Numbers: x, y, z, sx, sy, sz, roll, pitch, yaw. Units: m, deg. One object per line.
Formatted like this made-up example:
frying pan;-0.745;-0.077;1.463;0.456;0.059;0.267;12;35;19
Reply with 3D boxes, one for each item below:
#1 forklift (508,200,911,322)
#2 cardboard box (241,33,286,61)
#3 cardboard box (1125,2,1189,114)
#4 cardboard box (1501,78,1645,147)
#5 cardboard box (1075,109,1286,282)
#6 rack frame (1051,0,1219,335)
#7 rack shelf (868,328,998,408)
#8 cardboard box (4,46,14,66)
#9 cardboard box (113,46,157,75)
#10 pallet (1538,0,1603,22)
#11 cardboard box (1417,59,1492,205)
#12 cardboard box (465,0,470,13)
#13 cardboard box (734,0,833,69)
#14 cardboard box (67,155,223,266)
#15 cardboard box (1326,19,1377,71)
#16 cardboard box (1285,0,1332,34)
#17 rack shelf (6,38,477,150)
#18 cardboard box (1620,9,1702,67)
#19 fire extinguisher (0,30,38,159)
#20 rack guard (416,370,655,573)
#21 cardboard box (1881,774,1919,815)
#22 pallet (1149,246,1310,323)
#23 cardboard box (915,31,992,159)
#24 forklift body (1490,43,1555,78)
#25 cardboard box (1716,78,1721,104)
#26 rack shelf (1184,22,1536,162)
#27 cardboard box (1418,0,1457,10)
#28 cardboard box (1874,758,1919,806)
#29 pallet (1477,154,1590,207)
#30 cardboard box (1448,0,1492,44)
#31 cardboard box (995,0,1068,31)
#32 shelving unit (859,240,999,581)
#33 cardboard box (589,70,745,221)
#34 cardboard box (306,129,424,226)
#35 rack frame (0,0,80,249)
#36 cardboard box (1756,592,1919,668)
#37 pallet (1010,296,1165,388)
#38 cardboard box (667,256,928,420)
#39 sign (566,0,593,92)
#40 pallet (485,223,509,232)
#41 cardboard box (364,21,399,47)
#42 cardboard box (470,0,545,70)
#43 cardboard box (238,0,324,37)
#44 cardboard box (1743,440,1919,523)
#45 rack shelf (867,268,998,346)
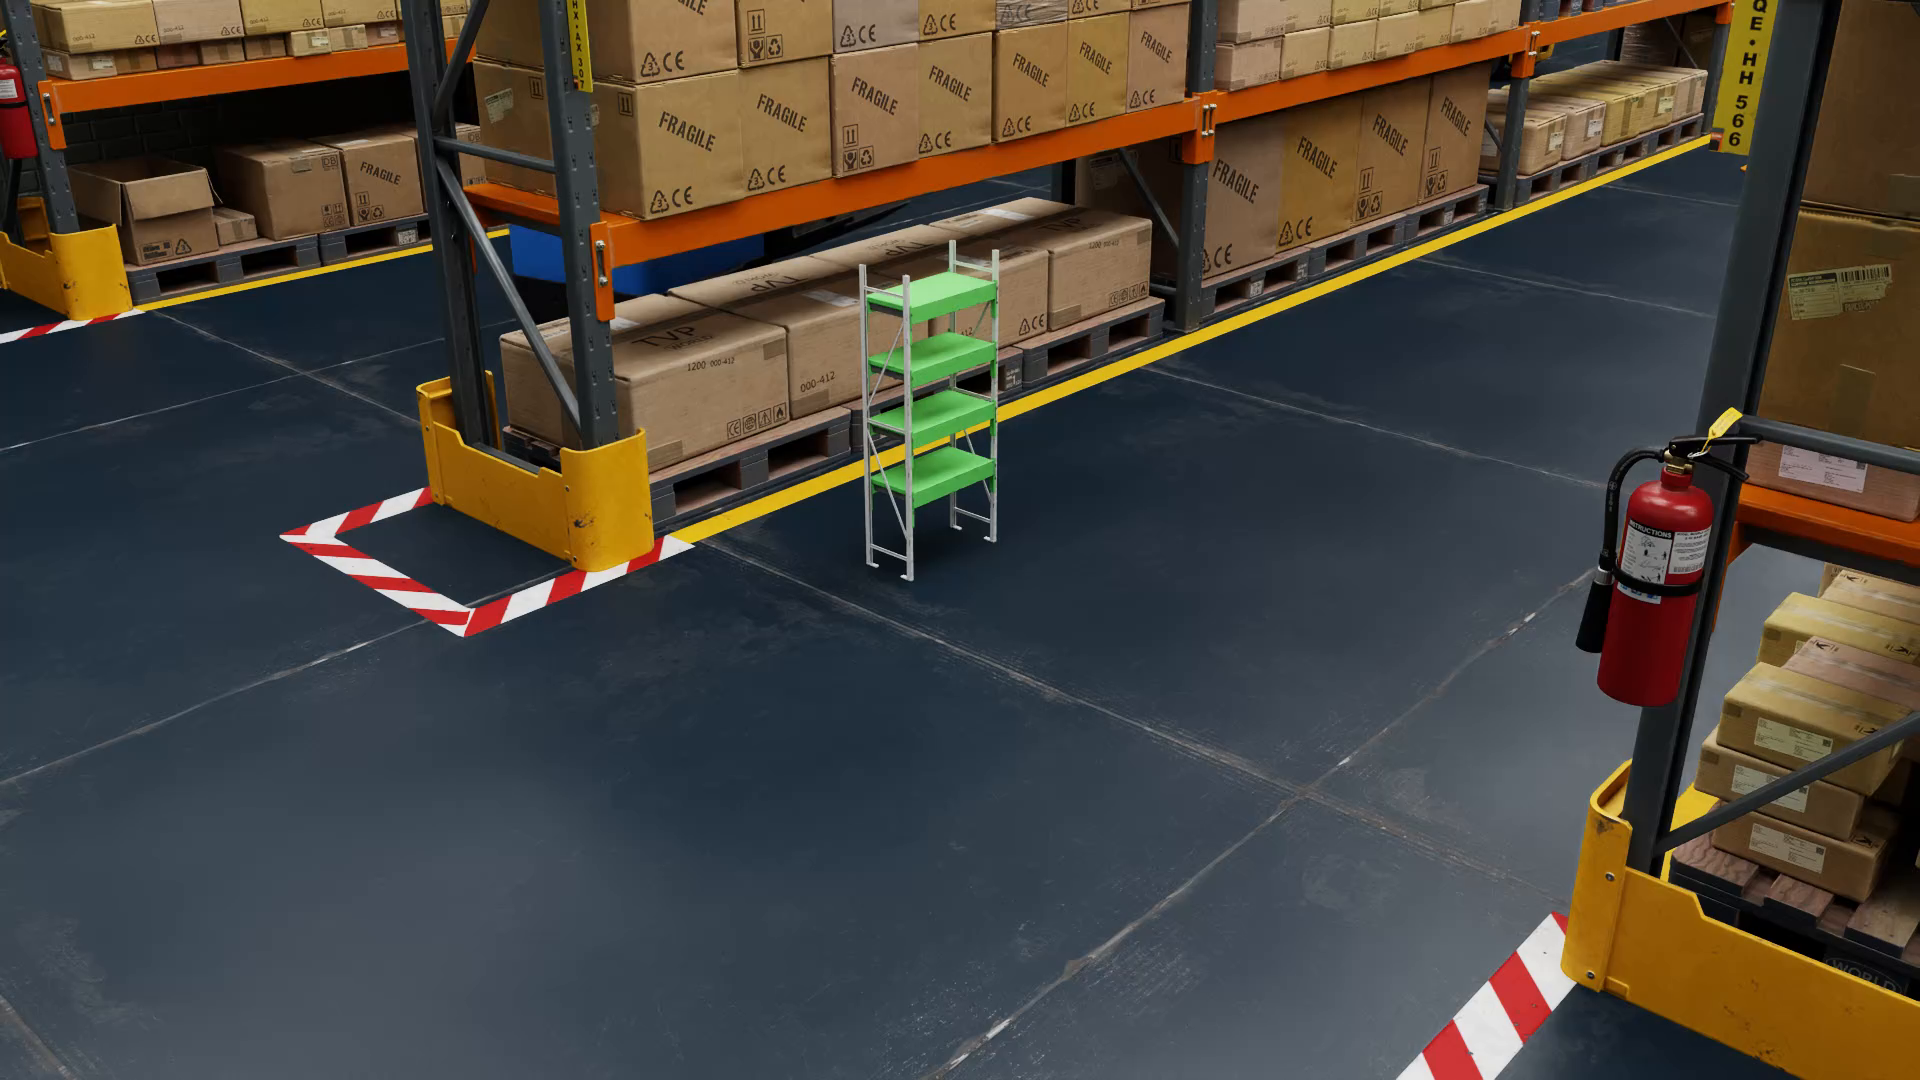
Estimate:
forklift;-1.365;-2.984;9.822;1.130;2.935;3.031;13;27;26
cardboard box;-4.336;-3.037;10.165;0.380;0.149;0.250;21;31;38
cardboard box;0.818;-2.503;8.545;0.500;0.500;0.500;20;31;38
cardboard box;4.988;-3.506;13.602;0.950;0.372;0.625;21;32;39
cardboard box;1.291;-2.102;9.855;0.875;0.875;0.875;21;32;39
rack frame;0.937;-2.669;9.036;1.000;3.000;0.127;20;31;38
rack shelf;-0.110;-0.658;6.320;0.258;0.148;0.480;20;31;38
cardboard box;-5.410;-2.864;9.778;0.380;0.149;0.250;20;31;37
cardboard box;-4.873;-2.805;9.647;0.380;0.149;0.250;21;32;39
pallet;4.003;-4.046;12.343;1.213;0.211;1.003;20;31;38
cardboard box;3.084;-2.922;11.684;0.875;0.875;0.875;20;31;37
cardboard box;-3.243;-3.712;11.182;0.500;0.250;0.500;20;31;38
cardboard box;-0.861;-2.180;6.601;0.500;0.500;0.500;19;30;36
cardboard box;-4.953;-2.017;10.121;0.797;0.503;0.637;19;30;36
cardboard box;2.125;-2.972;9.896;0.500;0.250;0.500;20;31;37
cardboard box;1.768;-3.052;9.463;0.500;0.250;0.500;21;31;38
rack shelf;-4.097;-3.085;10.845;1.077;0.370;4.000;20;31;38
cardboard box;6.471;-4.639;15.361;0.500;0.500;0.500;20;31;37
fire extinguisher;-5.186;-2.428;9.049;0.296;0.674;0.183;20;31;38
rack guard;-1.749;-0.302;6.813;1.175;0.500;0.348;20;31;38
cardboard box;2.554;0.600;4.718;0.380;0.149;0.250;20;31;37
pallet;1.396;-1.652;10.177;1.003;0.211;1.213;20;31;38
cardboard box;-0.207;-2.033;7.495;0.500;0.500;0.500;21;32;39
forklift body;5.340;-6.216;17.985;2.313;2.155;1.214;20;31;38
cardboard box;6.871;-4.149;15.185;0.500;0.250;0.500;18;30;35
rack shelf;2.272;-2.950;10.542;1.077;0.370;4.000;20;31;38
cardboard box;2.807;-3.512;10.488;0.500;0.250;0.500;19;30;36
cardboard box;2.375;0.540;4.486;0.380;0.149;0.250;19;31;36
pallet;4.129;-2.853;12.855;1.003;0.211;1.213;20;31;38
cardboard box;3.133;-3.434;10.926;0.500;0.250;0.500;21;31;38
cardboard box;0.150;-2.642;7.631;0.500;0.500;0.500;21;31;38
shelving unit;-0.110;-0.497;6.392;0.258;1.200;0.503;20;31;38
cardboard box;-1.198;-1.564;6.449;0.500;0.500;0.500;20;31;37
cardboard box;-3.926;-2.399;10.977;0.500;0.500;0.500;21;31;38
rack frame;-5.432;-2.804;9.338;1.000;3.000;0.127;20;31;38
cardboard box;2.474;0.303;4.651;0.380;0.149;0.250;19;31;36
pallet;0.371;-1.186;9.138;1.003;0.211;1.213;20;31;38
cardboard box;-0.762;-0.982;7.893;0.875;0.438;0.875;21;32;39
sign;-1.323;-1.728;5.783;0.100;0.325;0.005;20;31;38
pallet;-3.221;-2.542;12.161;1.003;0.211;1.213;20;31;38
cardboard box;-3.830;-3.277;10.700;0.380;0.149;0.250;20;31;37
cardboard box;-1.588;-2.164;6.566;0.500;0.500;0.500;21;32;39
cardboard box;-4.256;-3.245;10.142;0.500;0.250;0.500;19;31;37
cardboard box;2.028;-0.191;3.817;0.380;0.149;0.250;20;31;38
rack shelf;-0.110;-0.877;6.222;0.258;0.148;0.480;20;31;38
